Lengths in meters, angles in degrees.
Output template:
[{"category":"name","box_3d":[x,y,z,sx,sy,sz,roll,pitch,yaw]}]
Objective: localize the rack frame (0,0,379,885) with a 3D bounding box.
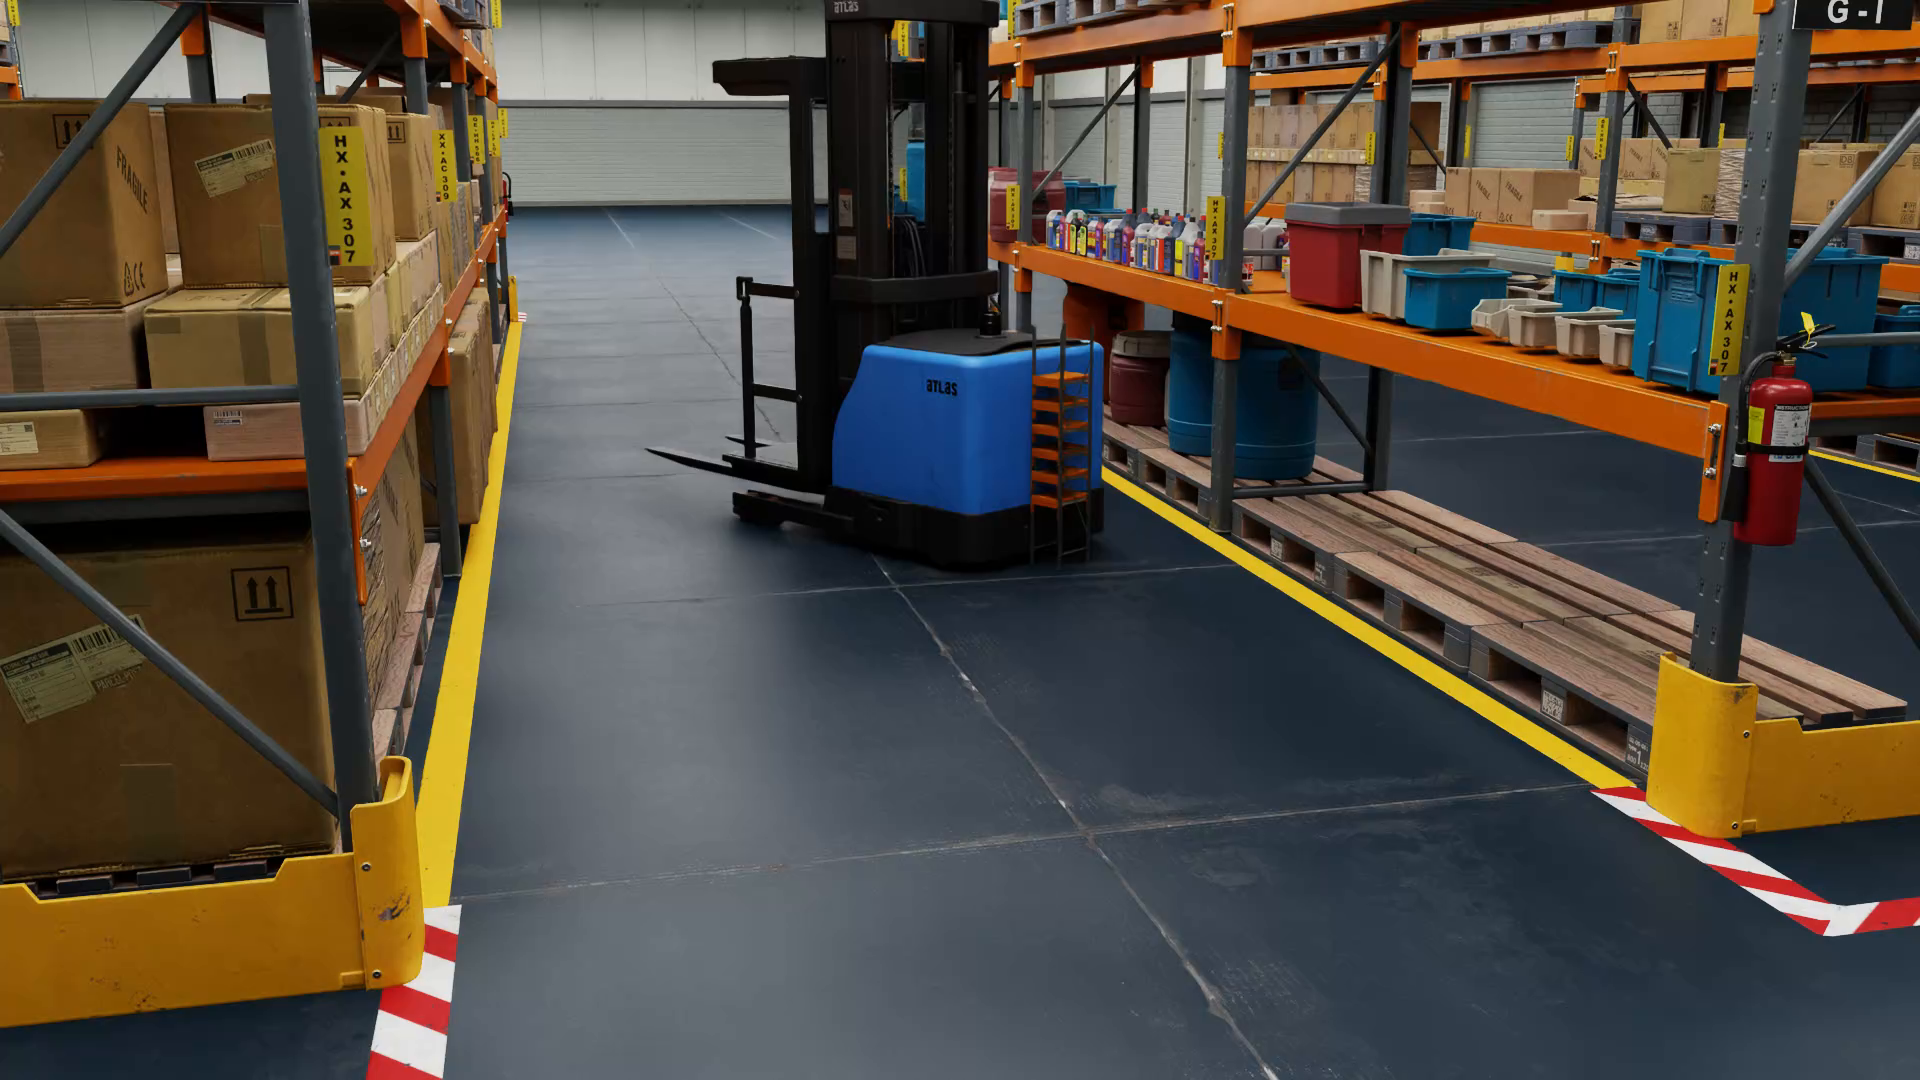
[{"category":"rack frame","box_3d":[-2.005,-0.330,3.958,1.000,3.000,0.127,-3,14,-13]}]

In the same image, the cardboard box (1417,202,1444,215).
[{"category":"cardboard box","box_3d":[4.817,-3.312,16.692,0.380,0.149,0.250,-3,14,-13]}]

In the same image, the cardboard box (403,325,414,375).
[{"category":"cardboard box","box_3d":[-2.130,-0.663,5.850,0.380,0.149,0.250,-4,14,-15]}]

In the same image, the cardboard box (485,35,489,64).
[{"category":"cardboard box","box_3d":[-4.915,-4.838,16.404,0.500,0.250,0.500,-4,14,-15]}]

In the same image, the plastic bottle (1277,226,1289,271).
[{"category":"plastic bottle","box_3d":[1.990,-1.785,10.161,0.061,0.283,0.133,-3,14,-13]}]

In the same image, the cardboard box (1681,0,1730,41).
[{"category":"cardboard box","box_3d":[6.002,-4.016,12.515,0.910,0.500,0.500,-3,14,-13]}]

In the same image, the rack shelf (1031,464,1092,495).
[{"category":"rack shelf","box_3d":[0.507,-0.303,8.333,0.180,0.103,0.258,13,19,43]}]

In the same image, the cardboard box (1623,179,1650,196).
[{"category":"cardboard box","box_3d":[8.738,-4.419,20.969,0.500,0.250,0.500,-4,14,-14]}]

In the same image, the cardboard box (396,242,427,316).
[{"category":"cardboard box","box_3d":[-2.341,-1.000,6.390,0.500,0.250,0.500,-3,14,-12]}]

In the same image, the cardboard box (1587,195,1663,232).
[{"category":"cardboard box","box_3d":[5.704,-2.770,14.132,0.500,0.311,0.500,-2,14,-10]}]

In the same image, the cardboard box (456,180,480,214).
[{"category":"cardboard box","box_3d":[-4.053,-2.706,13.115,0.500,0.250,0.500,-4,14,-15]}]

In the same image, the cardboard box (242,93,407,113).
[{"category":"cardboard box","box_3d":[-3.102,-1.936,8.205,0.797,0.503,0.637,-4,14,-15]}]

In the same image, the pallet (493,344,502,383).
[{"category":"pallet","box_3d":[-4.639,-1.564,14.885,1.003,0.211,1.213,-3,14,-13]}]

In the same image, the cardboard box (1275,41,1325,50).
[{"category":"cardboard box","box_3d":[3.992,-5.952,19.258,0.500,0.500,0.500,-3,14,-13]}]

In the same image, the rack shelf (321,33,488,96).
[{"category":"rack shelf","box_3d":[-4.353,-3.745,13.130,1.077,0.370,4.000,-3,14,-13]}]

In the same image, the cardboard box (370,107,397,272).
[{"category":"cardboard box","box_3d":[-2.100,-1.126,5.326,0.500,0.500,0.500,-4,14,-15]}]

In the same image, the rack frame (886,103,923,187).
[{"category":"rack frame","box_3d":[-0.948,-4.297,20.196,1.000,3.000,0.127,-3,14,-13]}]

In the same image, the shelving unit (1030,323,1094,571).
[{"category":"shelving unit","box_3d":[0.507,-0.463,8.294,0.189,1.200,0.258,13,19,43]}]

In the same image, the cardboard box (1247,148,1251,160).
[{"category":"cardboard box","box_3d":[3.751,-4.834,20.814,0.380,0.149,0.250,-3,14,-14]}]

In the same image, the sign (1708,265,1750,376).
[{"category":"sign","box_3d":[2.279,-0.651,4.927,0.100,0.325,0.005,-3,14,-13]}]

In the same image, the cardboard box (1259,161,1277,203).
[{"category":"cardboard box","box_3d":[4.093,-4.392,20.372,0.700,0.500,0.500,-3,14,-12]}]

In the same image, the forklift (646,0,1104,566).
[{"category":"forklift","box_3d":[-0.636,-1.574,9.194,3.031,2.935,1.130,13,19,43]}]

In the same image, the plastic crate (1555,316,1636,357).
[{"category":"plastic crate","box_3d":[2.388,-0.753,6.118,0.396,0.136,0.243,-3,14,-13]}]

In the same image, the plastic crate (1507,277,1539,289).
[{"category":"plastic crate","box_3d":[2.394,-1.181,7.895,0.437,0.125,0.590,-3,14,-13]}]

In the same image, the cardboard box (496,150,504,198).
[{"category":"cardboard box","box_3d":[-5.426,-3.977,18.048,0.875,0.500,0.500,-3,14,-13]}]

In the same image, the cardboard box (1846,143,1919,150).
[{"category":"cardboard box","box_3d":[9.832,-3.940,17.597,0.700,0.500,0.500,-2,14,-7]}]

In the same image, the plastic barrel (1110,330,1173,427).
[{"category":"plastic barrel","box_3d":[1.328,-1.112,11.354,0.600,0.588,0.708,-3,14,-13]}]

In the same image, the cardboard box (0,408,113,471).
[{"category":"cardboard box","box_3d":[-2.408,-0.272,4.249,0.380,0.149,0.250,-3,14,-12]}]

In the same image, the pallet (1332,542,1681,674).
[{"category":"pallet","box_3d":[2.371,0.275,7.356,1.003,0.211,1.213,-3,14,-13]}]

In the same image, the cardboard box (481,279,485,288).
[{"category":"cardboard box","box_3d":[-5.020,-2.314,16.462,0.500,0.500,0.500,1,14,5]}]

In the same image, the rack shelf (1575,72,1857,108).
[{"category":"rack shelf","box_3d":[9.152,-5.496,20.297,1.077,0.370,4.000,-3,14,-13]}]

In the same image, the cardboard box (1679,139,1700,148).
[{"category":"cardboard box","box_3d":[8.979,-4.551,19.929,0.500,0.500,0.500,-4,14,-15]}]

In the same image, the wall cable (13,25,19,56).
[{"category":"wall cable","box_3d":[-24.754,-14.665,45.891,3.097,2.526,0.112,-3,14,-13]}]

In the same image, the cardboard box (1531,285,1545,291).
[{"category":"cardboard box","box_3d":[5.140,-2.211,15.383,0.500,0.311,0.500,-3,14,-14]}]

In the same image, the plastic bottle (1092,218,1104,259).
[{"category":"plastic bottle","box_3d":[0.936,-2.030,11.186,0.097,0.271,0.097,0,14,0]}]

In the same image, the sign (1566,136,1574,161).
[{"category":"sign","box_3d":[8.155,-5.240,22.229,0.100,0.325,0.005,-3,14,-13]}]

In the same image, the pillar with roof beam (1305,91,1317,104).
[{"category":"pillar with roof beam","box_3d":[2.685,-10.179,31.629,9.100,9.000,0.400,-3,14,-13]}]

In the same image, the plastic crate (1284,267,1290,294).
[{"category":"plastic crate","box_3d":[1.841,-1.315,8.417,0.396,0.136,0.243,-3,14,-13]}]

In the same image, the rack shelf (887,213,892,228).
[{"category":"rack shelf","box_3d":[-0.478,-3.486,18.393,1.077,0.370,4.000,-3,14,-13]}]

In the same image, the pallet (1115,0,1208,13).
[{"category":"pallet","box_3d":[1.591,-3.070,9.249,1.213,0.211,1.003,-3,14,-13]}]

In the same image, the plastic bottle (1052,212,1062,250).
[{"category":"plastic bottle","box_3d":[0.719,-2.243,12.059,0.097,0.271,0.097,0,14,0]}]

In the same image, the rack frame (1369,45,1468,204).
[{"category":"rack frame","box_3d":[4.807,-3.650,17.545,1.000,3.000,0.127,-3,14,-13]}]

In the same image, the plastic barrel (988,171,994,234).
[{"category":"plastic barrel","box_3d":[0.383,-2.829,13.949,0.421,0.512,0.421,0,14,0]}]

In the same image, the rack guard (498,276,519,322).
[{"category":"rack guard","box_3d":[-5.744,-2.789,19.291,1.175,0.500,0.348,-3,14,-13]}]

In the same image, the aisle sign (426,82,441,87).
[{"category":"aisle sign","box_3d":[-6.068,-5.282,18.747,0.394,0.787,0.004,-3,14,-13]}]

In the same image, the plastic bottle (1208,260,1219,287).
[{"category":"plastic bottle","box_3d":[1.464,-1.542,9.178,0.152,0.276,0.135,-3,14,-13]}]

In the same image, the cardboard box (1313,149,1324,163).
[{"category":"cardboard box","box_3d":[4.238,-4.357,18.864,0.380,0.149,0.250,-3,14,-12]}]

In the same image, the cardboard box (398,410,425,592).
[{"category":"cardboard box","box_3d":[-2.867,-0.268,7.296,0.875,0.875,0.875,-3,14,-13]}]

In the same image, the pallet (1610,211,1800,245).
[{"category":"pallet","box_3d":[5.974,-2.481,13.167,1.213,0.211,1.003,-3,14,-13]}]

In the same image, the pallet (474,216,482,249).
[{"category":"pallet","box_3d":[-4.154,-2.241,12.183,1.213,0.211,1.003,-3,14,-13]}]

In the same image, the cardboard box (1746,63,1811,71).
[{"category":"cardboard box","box_3d":[9.262,-5.545,18.732,0.500,0.500,0.500,-3,14,-12]}]

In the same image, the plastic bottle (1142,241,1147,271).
[{"category":"plastic bottle","box_3d":[1.174,-1.762,10.238,0.097,0.201,0.097,0,14,0]}]
